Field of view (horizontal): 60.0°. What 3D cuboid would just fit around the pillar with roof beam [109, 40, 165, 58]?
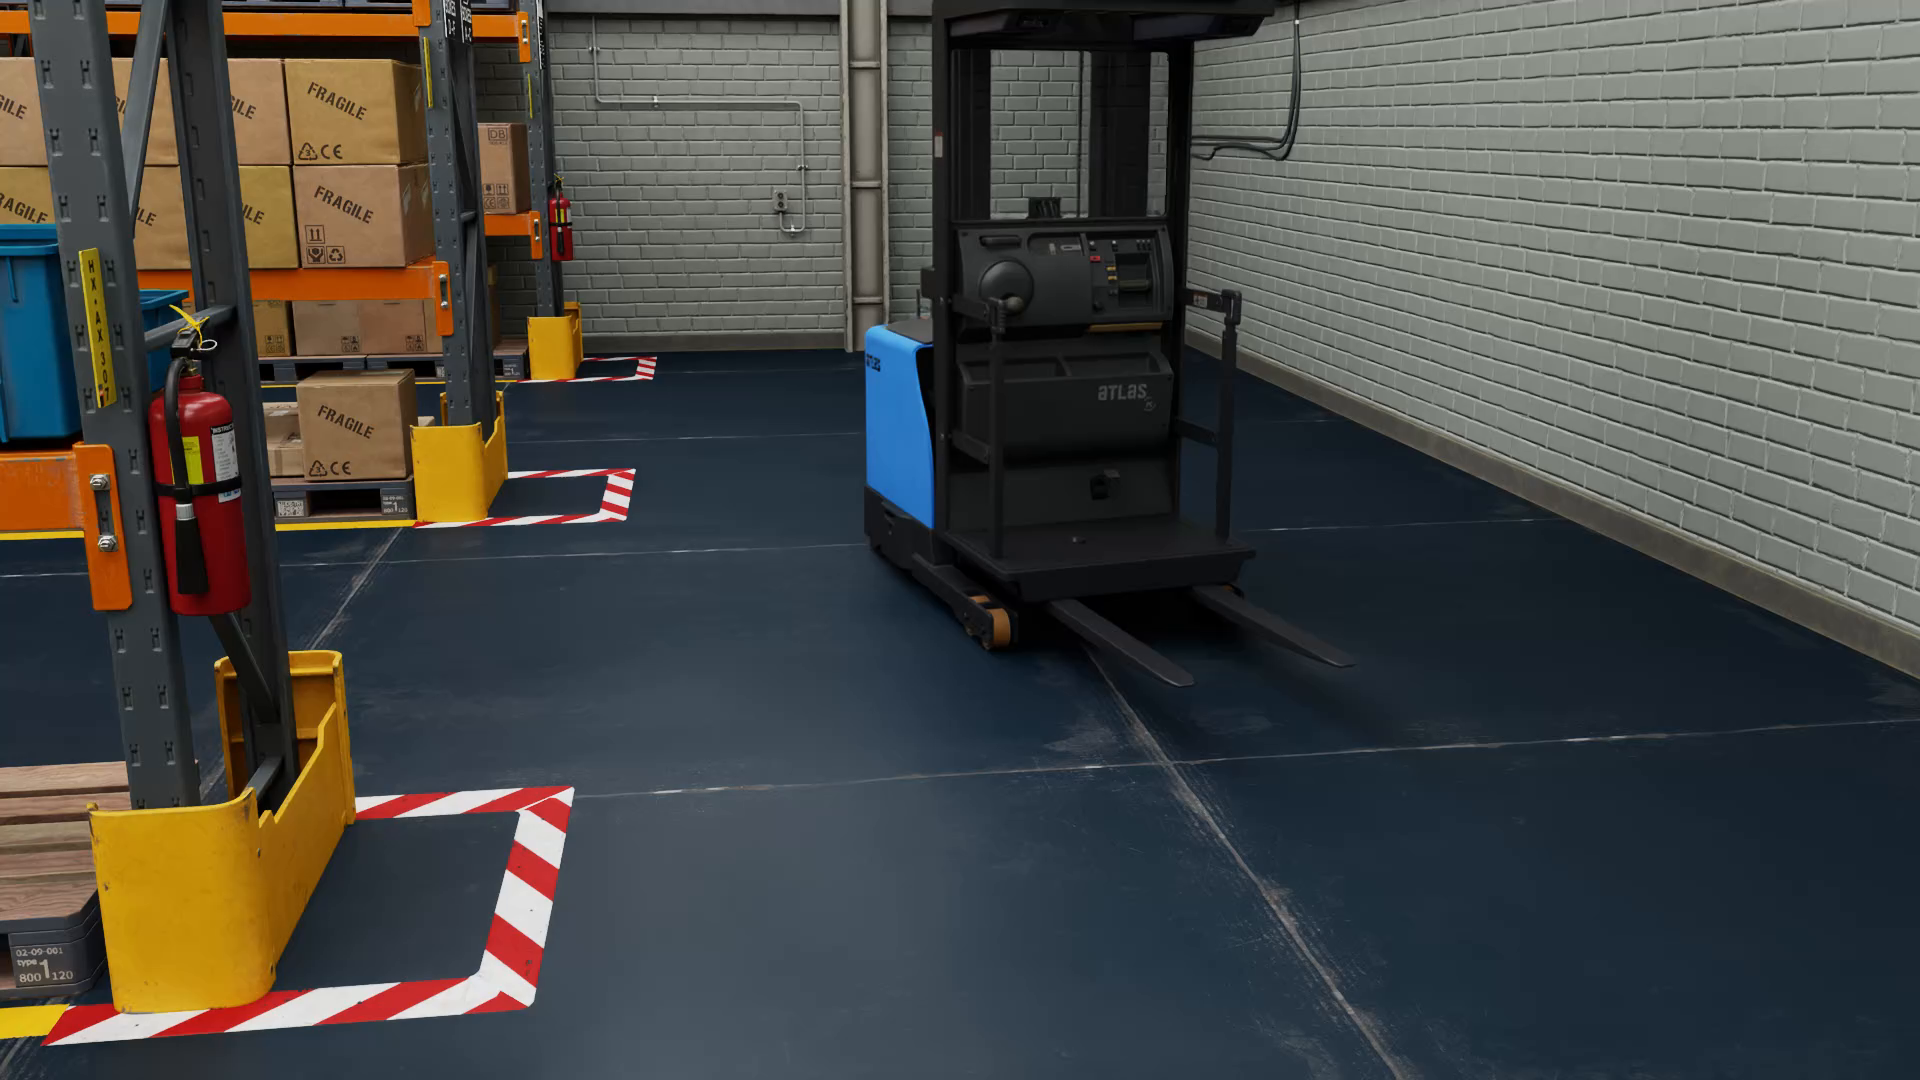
[{"bbox_3d":[-6.136,-4.844,9.037,0.400,9.000,9.100,-2,14,-8],"label":"pillar with roof beam"}]

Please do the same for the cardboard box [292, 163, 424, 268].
[{"bbox_3d":[-3.046,-1.656,8.454,0.500,0.500,0.500,-2,14,-7],"label":"cardboard box"}]

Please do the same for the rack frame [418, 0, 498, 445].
[{"bbox_3d":[-2.644,-1.690,8.792,0.127,3.000,1.000,-2,14,-8],"label":"rack frame"}]

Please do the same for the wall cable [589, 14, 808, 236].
[{"bbox_3d":[-2.260,-3.648,14.512,1.851,1.984,0.084,-2,14,-8],"label":"wall cable"}]

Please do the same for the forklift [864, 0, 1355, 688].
[{"bbox_3d":[0.513,-1.103,6.596,1.130,2.935,3.031,-5,15,-19],"label":"forklift"}]

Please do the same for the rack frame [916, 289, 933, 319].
[{"bbox_3d":[-0.168,-0.636,8.286,0.015,1.200,0.240,-5,14,-19],"label":"rack frame"}]

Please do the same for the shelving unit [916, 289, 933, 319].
[{"bbox_3d":[0.062,-0.656,8.366,0.503,1.200,0.258,-5,14,-19],"label":"shelving unit"}]

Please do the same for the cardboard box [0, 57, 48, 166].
[{"bbox_3d":[-4.562,-2.084,8.103,0.500,0.500,0.500,-2,14,-7],"label":"cardboard box"}]

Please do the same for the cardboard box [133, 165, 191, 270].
[{"bbox_3d":[-4.053,-1.620,8.309,0.500,0.500,0.500,-2,14,-8],"label":"cardboard box"}]

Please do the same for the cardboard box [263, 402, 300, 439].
[{"bbox_3d":[-3.718,-0.600,9.195,0.500,0.250,0.500,-2,14,-8],"label":"cardboard box"}]

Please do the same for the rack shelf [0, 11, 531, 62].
[{"bbox_3d":[-5.363,-3.914,12.977,4.000,0.370,1.077,-2,14,-8],"label":"rack shelf"}]

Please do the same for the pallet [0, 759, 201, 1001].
[{"bbox_3d":[-2.731,0.875,4.298,1.213,0.211,1.003,-2,14,-8],"label":"pallet"}]

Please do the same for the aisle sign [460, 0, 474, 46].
[{"bbox_3d":[-2.620,-3.024,8.768,0.004,0.787,0.394,-2,14,-8],"label":"aisle sign"}]

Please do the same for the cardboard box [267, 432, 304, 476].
[{"bbox_3d":[-3.559,-0.457,8.797,0.250,0.166,0.380,-2,14,-8],"label":"cardboard box"}]

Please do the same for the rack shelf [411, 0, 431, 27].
[{"bbox_3d":[-4.622,-2.723,8.226,4.000,0.370,1.077,-2,14,-8],"label":"rack shelf"}]

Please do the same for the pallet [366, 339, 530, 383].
[{"bbox_3d":[-4.165,-1.481,13.692,1.213,0.211,1.003,-2,14,-8],"label":"pallet"}]

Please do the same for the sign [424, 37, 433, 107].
[{"bbox_3d":[-2.581,-2.270,8.078,0.005,0.325,0.100,-2,14,-8],"label":"sign"}]

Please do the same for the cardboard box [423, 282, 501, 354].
[{"bbox_3d":[-4.063,-1.823,13.599,0.500,0.500,0.700,-2,14,-8],"label":"cardboard box"}]

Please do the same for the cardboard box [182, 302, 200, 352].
[{"bbox_3d":[-6.089,-1.747,13.297,0.500,0.500,0.700,-2,14,-9],"label":"cardboard box"}]

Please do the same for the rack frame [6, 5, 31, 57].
[{"bbox_3d":[-7.341,-2.736,12.965,0.127,3.000,1.000,-2,14,-8],"label":"rack frame"}]

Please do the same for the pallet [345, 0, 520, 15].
[{"bbox_3d":[-4.118,-4.264,13.072,1.213,0.211,1.003,-2,14,-8],"label":"pallet"}]

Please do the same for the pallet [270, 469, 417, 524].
[{"bbox_3d":[-3.507,-0.305,9.005,1.213,0.211,1.003,-2,14,-8],"label":"pallet"}]

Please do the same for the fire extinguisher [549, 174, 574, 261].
[{"bbox_3d":[-3.168,-2.557,13.177,0.183,0.674,0.296,-2,14,-8],"label":"fire extinguisher"}]

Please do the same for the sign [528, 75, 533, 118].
[{"bbox_3d":[-3.318,-3.426,12.851,0.005,0.325,0.100,-2,14,-8],"label":"sign"}]

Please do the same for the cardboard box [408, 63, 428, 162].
[{"bbox_3d":[-3.122,-2.270,8.847,0.500,0.500,0.500,-2,14,-7],"label":"cardboard box"}]

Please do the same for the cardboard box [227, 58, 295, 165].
[{"bbox_3d":[-3.542,-2.122,8.257,0.500,0.500,0.500,-2,14,-7],"label":"cardboard box"}]

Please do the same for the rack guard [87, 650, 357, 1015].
[{"bbox_3d":[-1.888,0.711,4.361,0.348,0.500,1.175,-2,14,-8],"label":"rack guard"}]

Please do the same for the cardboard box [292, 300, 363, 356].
[{"bbox_3d":[-5.055,-1.786,13.453,0.500,0.500,0.700,-3,14,-10],"label":"cardboard box"}]

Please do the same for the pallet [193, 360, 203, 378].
[{"bbox_3d":[-6.577,-1.392,13.339,1.213,0.211,1.003,-2,14,-8],"label":"pallet"}]

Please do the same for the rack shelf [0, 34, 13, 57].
[{"bbox_3d":[-9.319,-3.770,12.399,4.000,0.370,1.077,-2,14,-8],"label":"rack shelf"}]

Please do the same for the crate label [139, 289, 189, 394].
[{"bbox_3d":[-2.203,-0.516,4.334,0.303,0.233,0.416,-2,14,-8],"label":"crate label"}]
